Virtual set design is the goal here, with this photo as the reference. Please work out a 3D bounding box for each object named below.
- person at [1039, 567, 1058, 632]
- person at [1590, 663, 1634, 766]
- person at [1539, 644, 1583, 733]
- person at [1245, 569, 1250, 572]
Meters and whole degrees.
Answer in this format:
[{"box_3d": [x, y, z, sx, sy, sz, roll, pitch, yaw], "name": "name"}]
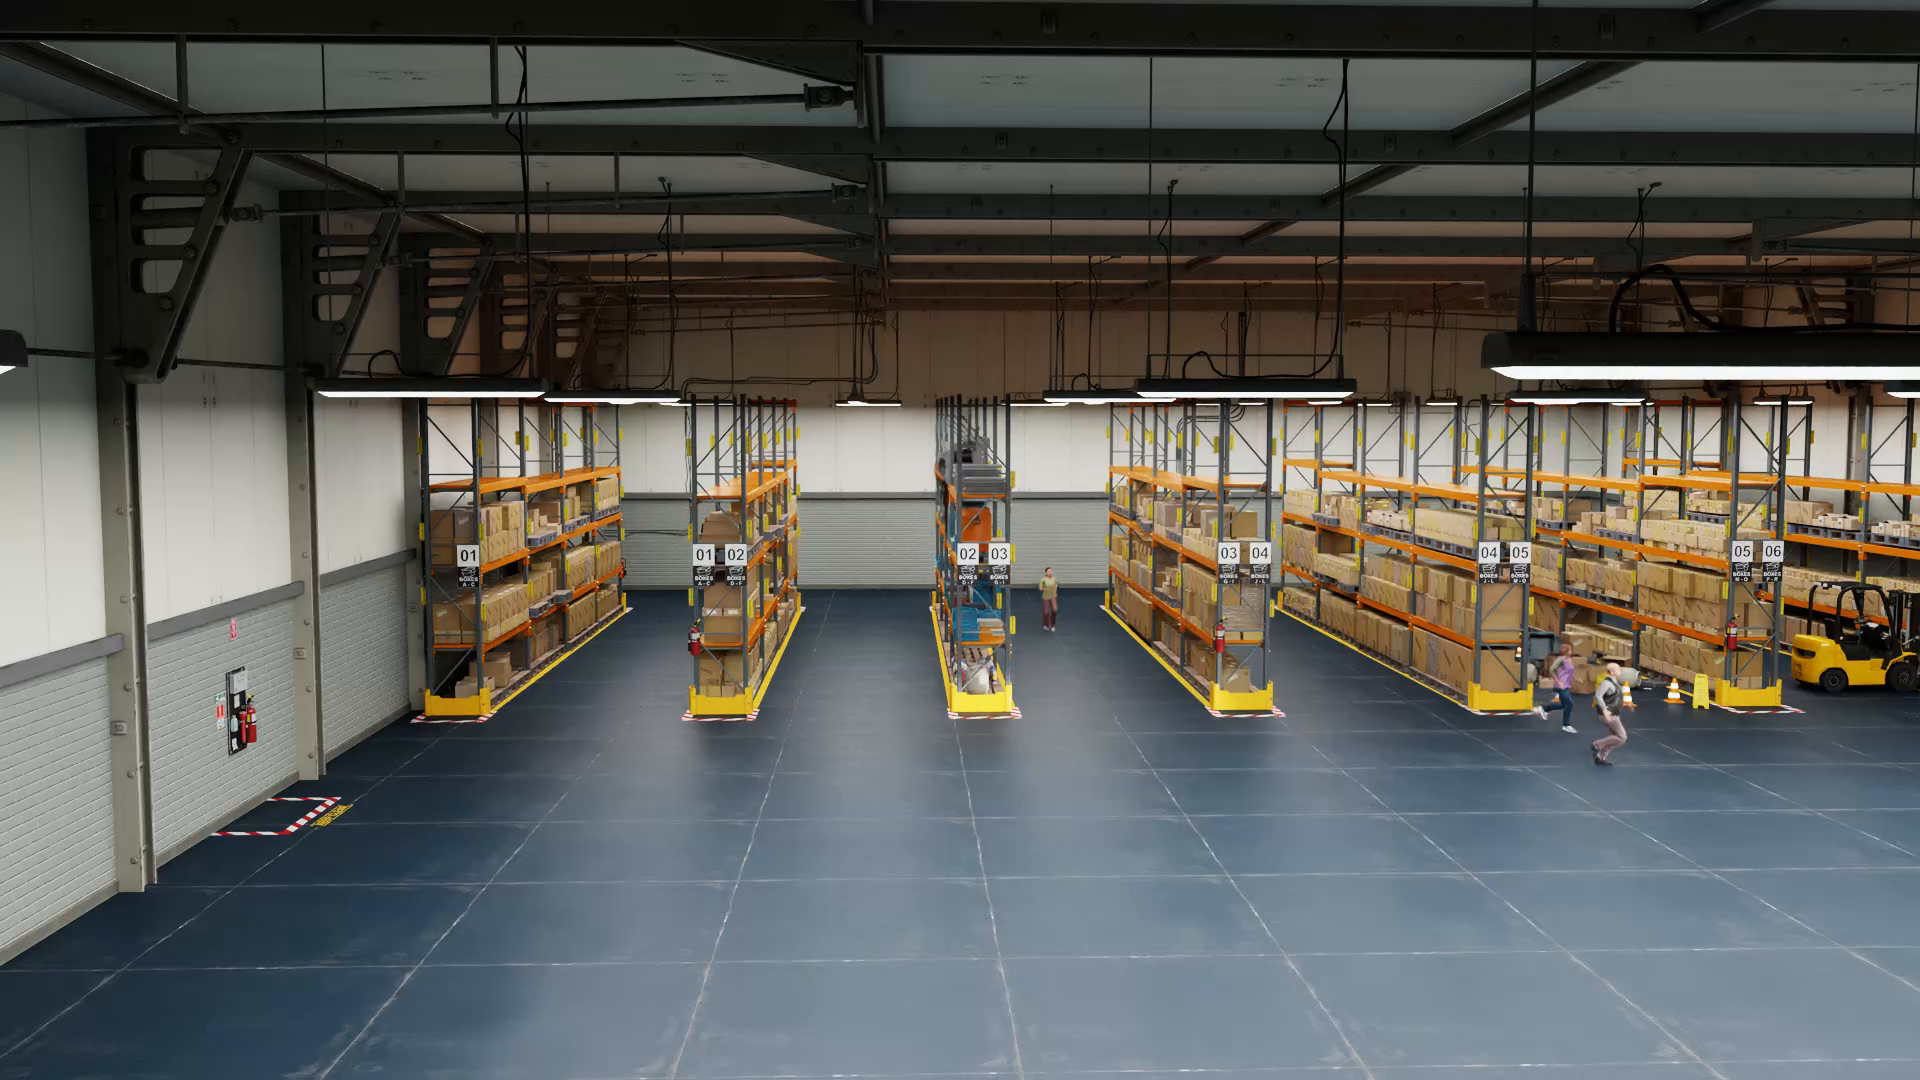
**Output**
[{"box_3d": [2.290, 1.535, 42.805, 0.538, 1.699, 0.712, -1, 5, -11], "name": "person"}, {"box_3d": [10.436, 2.796, 26.585, 0.610, 1.673, 0.650, 3, 5, 32], "name": "person"}, {"box_3d": [10.673, 2.618, 29.674, 0.756, 1.574, 0.525, 4, 6, 44], "name": "person"}, {"box_3d": [8.388, 1.118, 47.968, 0.661, 1.751, 0.708, 3, 5, 34], "name": "person"}]
